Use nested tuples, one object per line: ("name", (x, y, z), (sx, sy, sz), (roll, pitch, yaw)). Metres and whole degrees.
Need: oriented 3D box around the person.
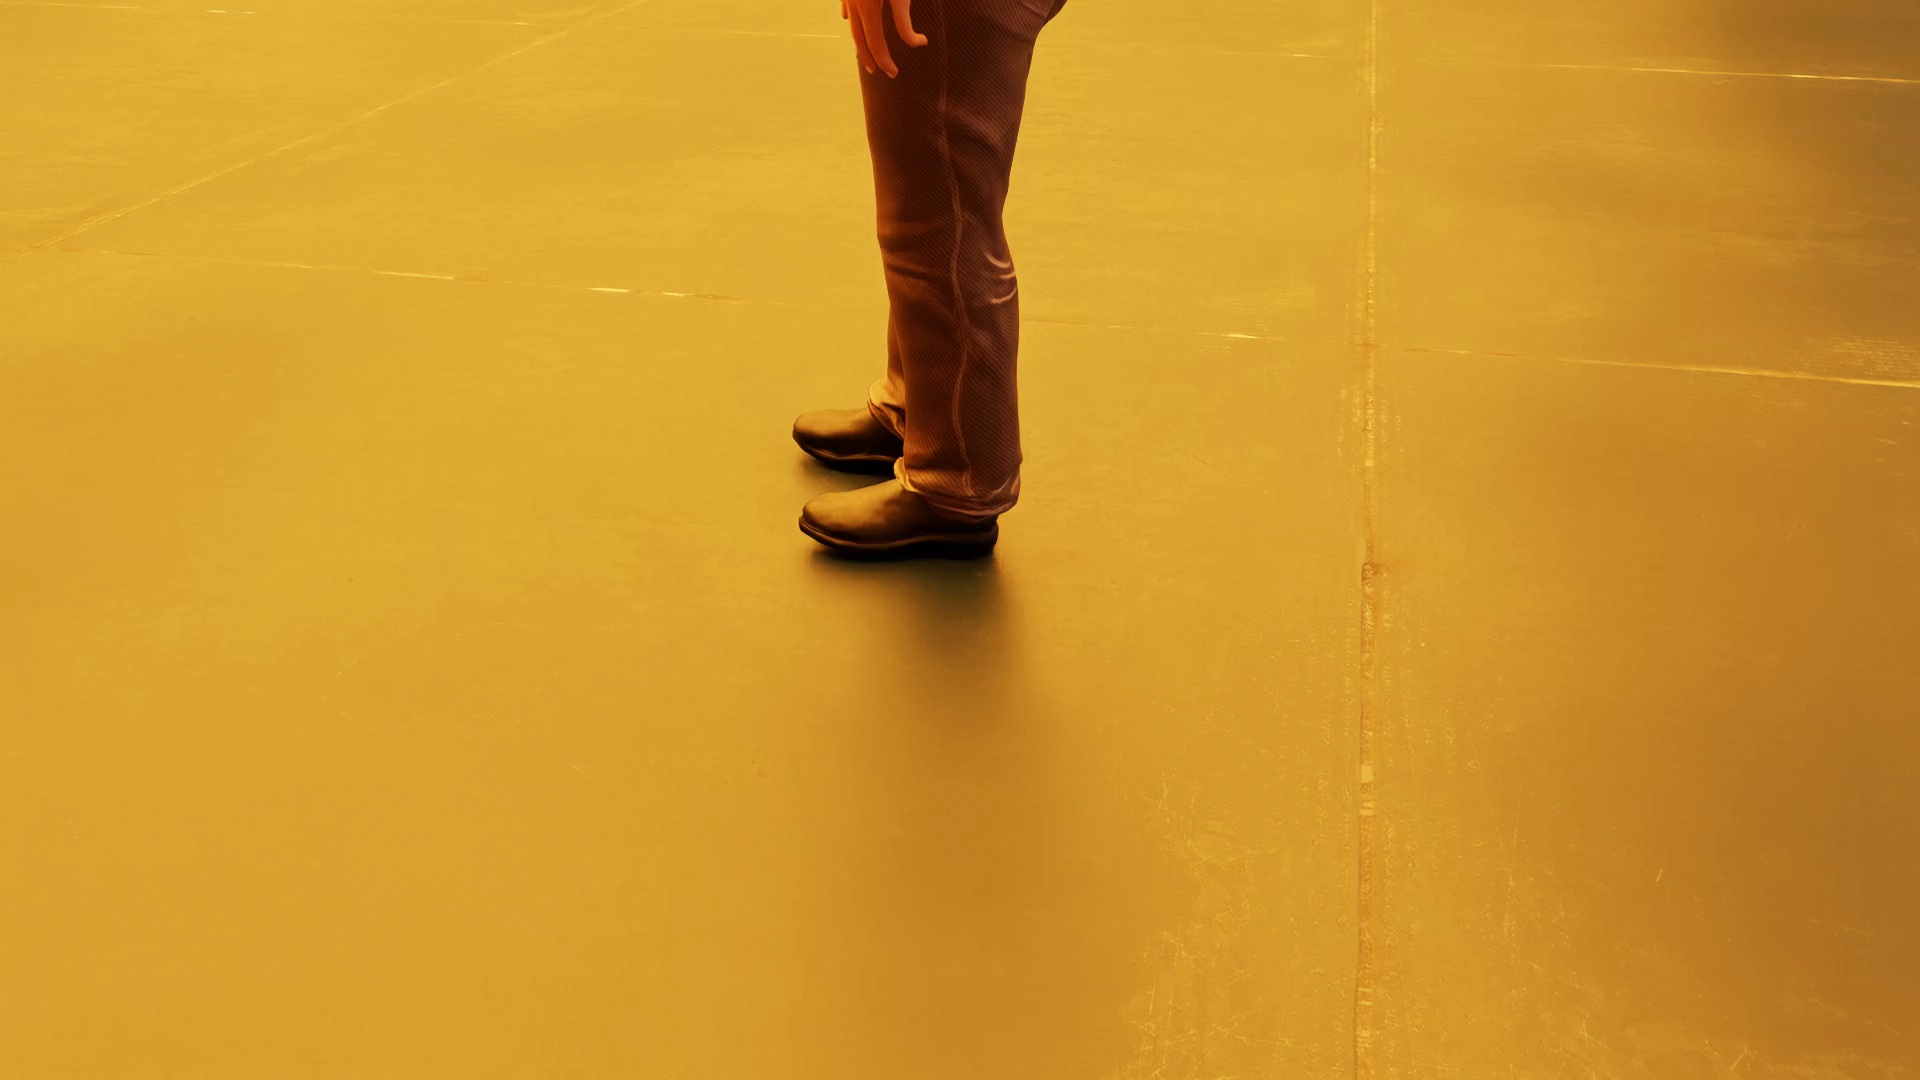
("person", (-0.060, -0.784, 2.127), (0.566, 1.722, 0.633), (6, 27, 11))
